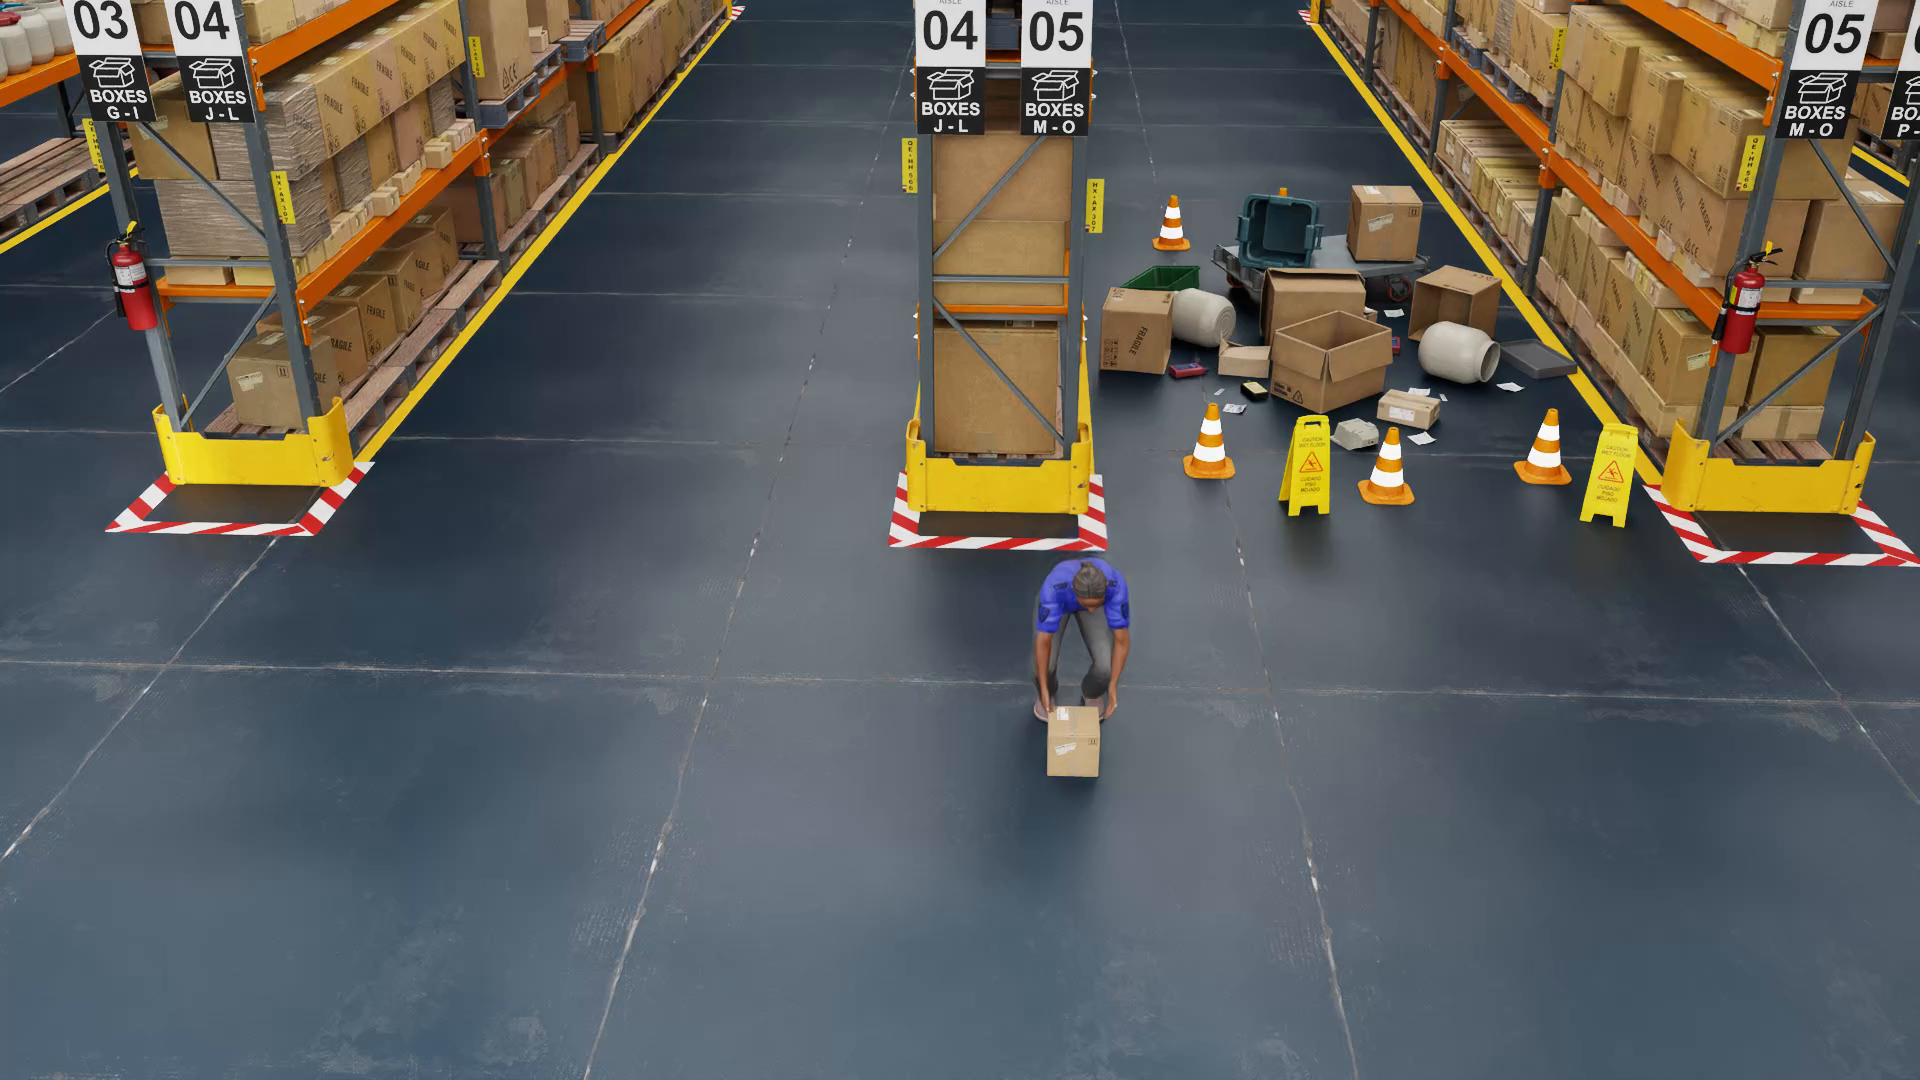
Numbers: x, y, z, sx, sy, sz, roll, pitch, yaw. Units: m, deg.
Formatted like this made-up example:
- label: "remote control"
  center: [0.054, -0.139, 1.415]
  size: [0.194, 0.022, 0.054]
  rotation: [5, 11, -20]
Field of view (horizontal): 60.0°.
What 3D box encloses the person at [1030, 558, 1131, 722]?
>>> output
- label: "person"
  center: [0.604, 0.464, 8.410]
  size: [0.494, 1.052, 0.763]
  rotation: [1, 28, 2]
